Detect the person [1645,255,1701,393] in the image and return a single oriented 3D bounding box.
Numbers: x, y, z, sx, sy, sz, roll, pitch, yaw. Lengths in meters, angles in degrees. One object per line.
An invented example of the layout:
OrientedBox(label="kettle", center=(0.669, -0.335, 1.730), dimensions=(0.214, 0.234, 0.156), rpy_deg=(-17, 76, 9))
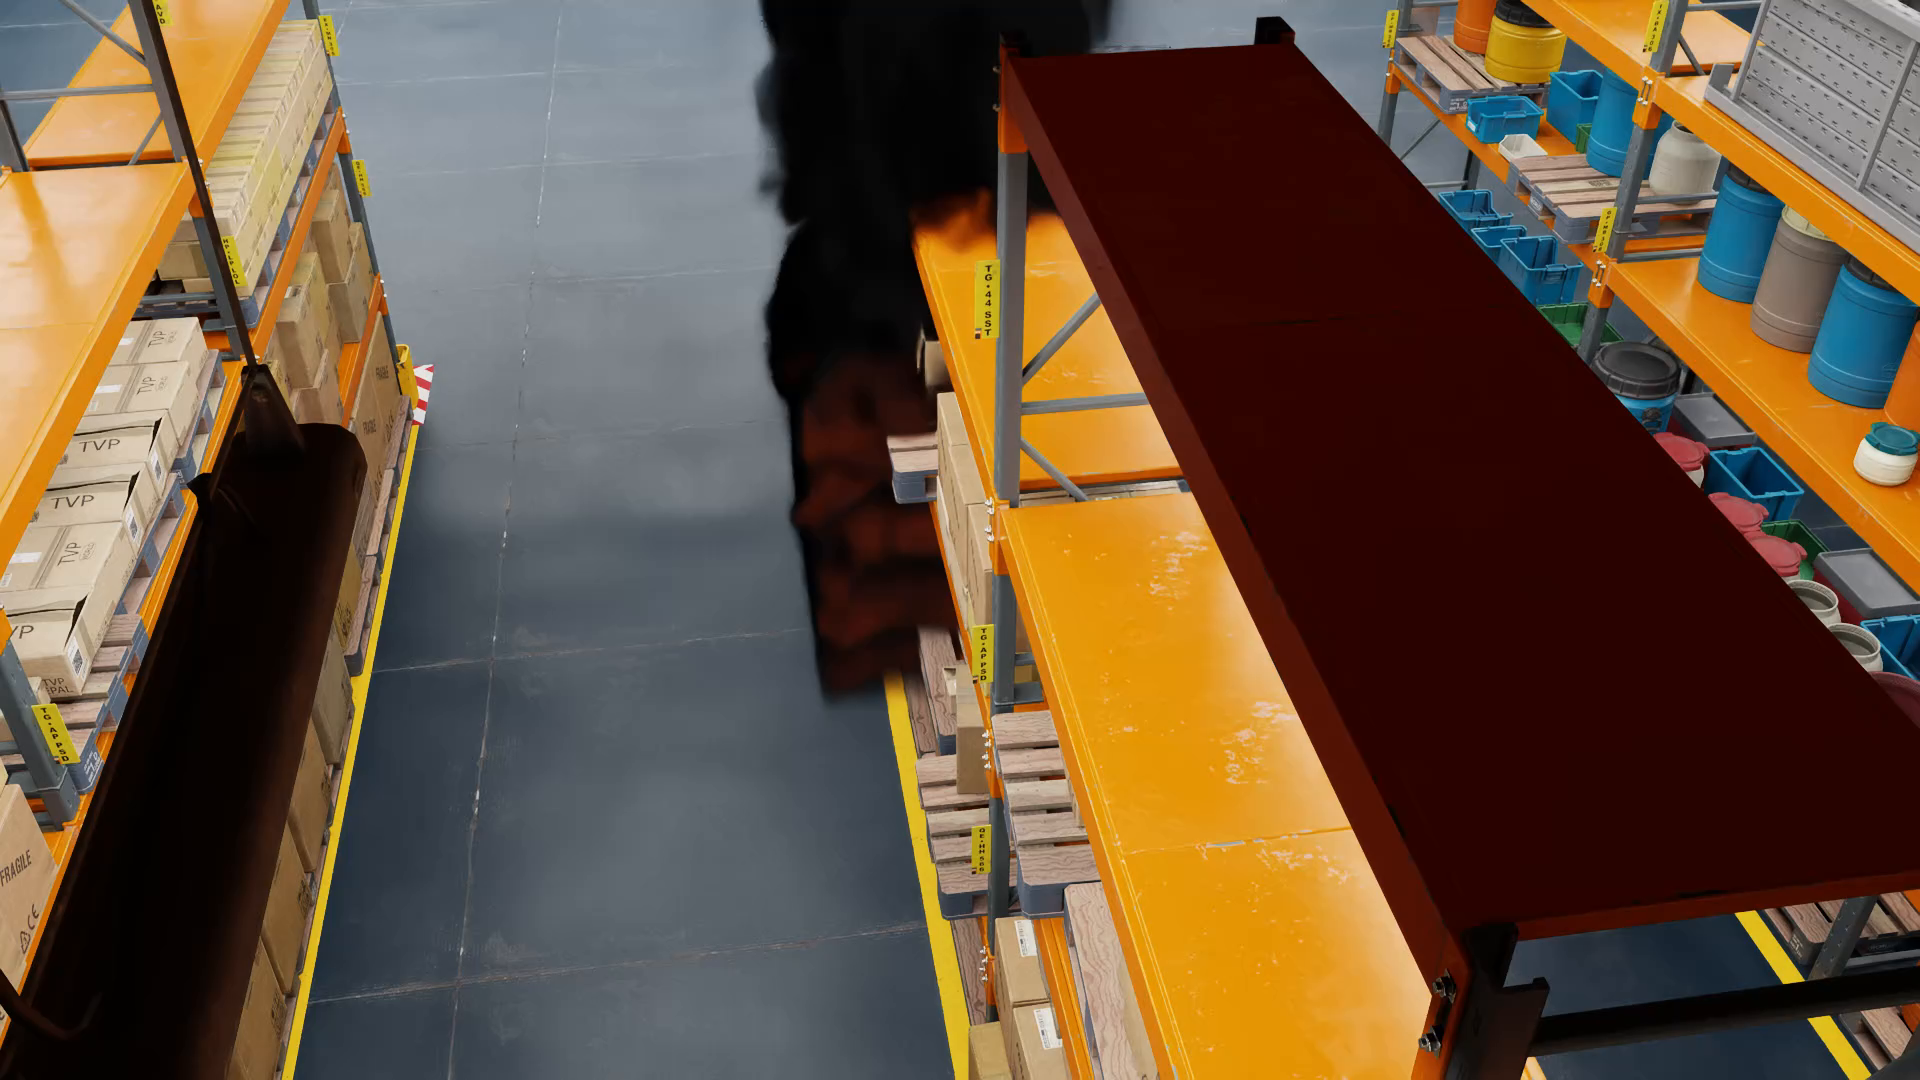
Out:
OrientedBox(label="person", center=(6.229, -1.769, 14.500), dimensions=(0.623, 1.670, 0.784), rpy_deg=(-5, 37, -7))

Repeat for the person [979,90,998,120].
OrientedBox(label="person", center=(0.219, -4.566, 18.183), dimensions=(0.608, 1.735, 0.706), rpy_deg=(15, 39, 19))
